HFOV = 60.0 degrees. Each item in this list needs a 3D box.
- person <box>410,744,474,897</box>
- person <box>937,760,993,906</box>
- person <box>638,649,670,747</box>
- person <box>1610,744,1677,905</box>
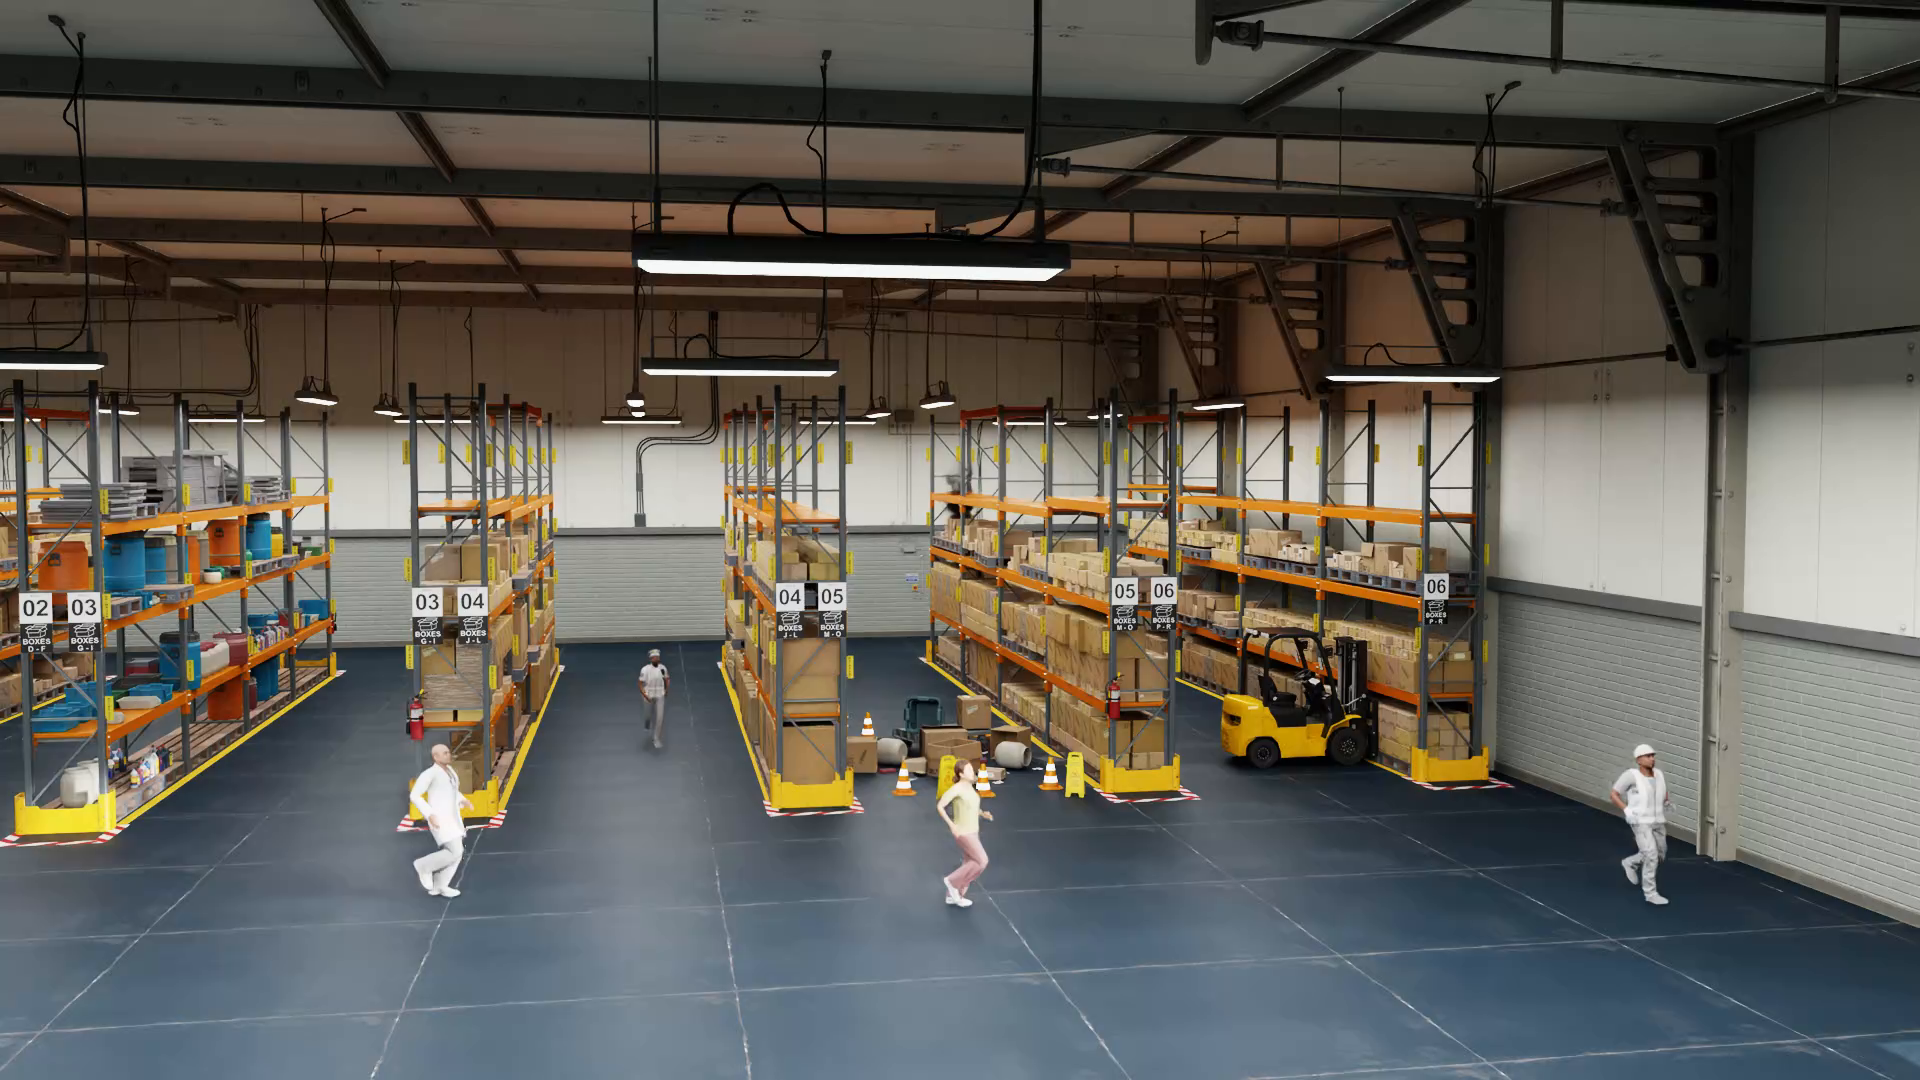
[{"bbox_3d":[-5.844,3.180,18.858,0.633,1.733,0.707,1,3,14],"label":"person"},{"bbox_3d":[0.095,3.245,18.390,0.550,1.629,0.566,1,3,24],"label":"person"},{"bbox_3d":[-5.310,2.729,28.930,0.568,1.683,0.867,-1,3,-15],"label":"person"},{"bbox_3d":[7.713,3.177,18.761,0.696,1.750,0.818,-1,3,-19],"label":"person"}]
